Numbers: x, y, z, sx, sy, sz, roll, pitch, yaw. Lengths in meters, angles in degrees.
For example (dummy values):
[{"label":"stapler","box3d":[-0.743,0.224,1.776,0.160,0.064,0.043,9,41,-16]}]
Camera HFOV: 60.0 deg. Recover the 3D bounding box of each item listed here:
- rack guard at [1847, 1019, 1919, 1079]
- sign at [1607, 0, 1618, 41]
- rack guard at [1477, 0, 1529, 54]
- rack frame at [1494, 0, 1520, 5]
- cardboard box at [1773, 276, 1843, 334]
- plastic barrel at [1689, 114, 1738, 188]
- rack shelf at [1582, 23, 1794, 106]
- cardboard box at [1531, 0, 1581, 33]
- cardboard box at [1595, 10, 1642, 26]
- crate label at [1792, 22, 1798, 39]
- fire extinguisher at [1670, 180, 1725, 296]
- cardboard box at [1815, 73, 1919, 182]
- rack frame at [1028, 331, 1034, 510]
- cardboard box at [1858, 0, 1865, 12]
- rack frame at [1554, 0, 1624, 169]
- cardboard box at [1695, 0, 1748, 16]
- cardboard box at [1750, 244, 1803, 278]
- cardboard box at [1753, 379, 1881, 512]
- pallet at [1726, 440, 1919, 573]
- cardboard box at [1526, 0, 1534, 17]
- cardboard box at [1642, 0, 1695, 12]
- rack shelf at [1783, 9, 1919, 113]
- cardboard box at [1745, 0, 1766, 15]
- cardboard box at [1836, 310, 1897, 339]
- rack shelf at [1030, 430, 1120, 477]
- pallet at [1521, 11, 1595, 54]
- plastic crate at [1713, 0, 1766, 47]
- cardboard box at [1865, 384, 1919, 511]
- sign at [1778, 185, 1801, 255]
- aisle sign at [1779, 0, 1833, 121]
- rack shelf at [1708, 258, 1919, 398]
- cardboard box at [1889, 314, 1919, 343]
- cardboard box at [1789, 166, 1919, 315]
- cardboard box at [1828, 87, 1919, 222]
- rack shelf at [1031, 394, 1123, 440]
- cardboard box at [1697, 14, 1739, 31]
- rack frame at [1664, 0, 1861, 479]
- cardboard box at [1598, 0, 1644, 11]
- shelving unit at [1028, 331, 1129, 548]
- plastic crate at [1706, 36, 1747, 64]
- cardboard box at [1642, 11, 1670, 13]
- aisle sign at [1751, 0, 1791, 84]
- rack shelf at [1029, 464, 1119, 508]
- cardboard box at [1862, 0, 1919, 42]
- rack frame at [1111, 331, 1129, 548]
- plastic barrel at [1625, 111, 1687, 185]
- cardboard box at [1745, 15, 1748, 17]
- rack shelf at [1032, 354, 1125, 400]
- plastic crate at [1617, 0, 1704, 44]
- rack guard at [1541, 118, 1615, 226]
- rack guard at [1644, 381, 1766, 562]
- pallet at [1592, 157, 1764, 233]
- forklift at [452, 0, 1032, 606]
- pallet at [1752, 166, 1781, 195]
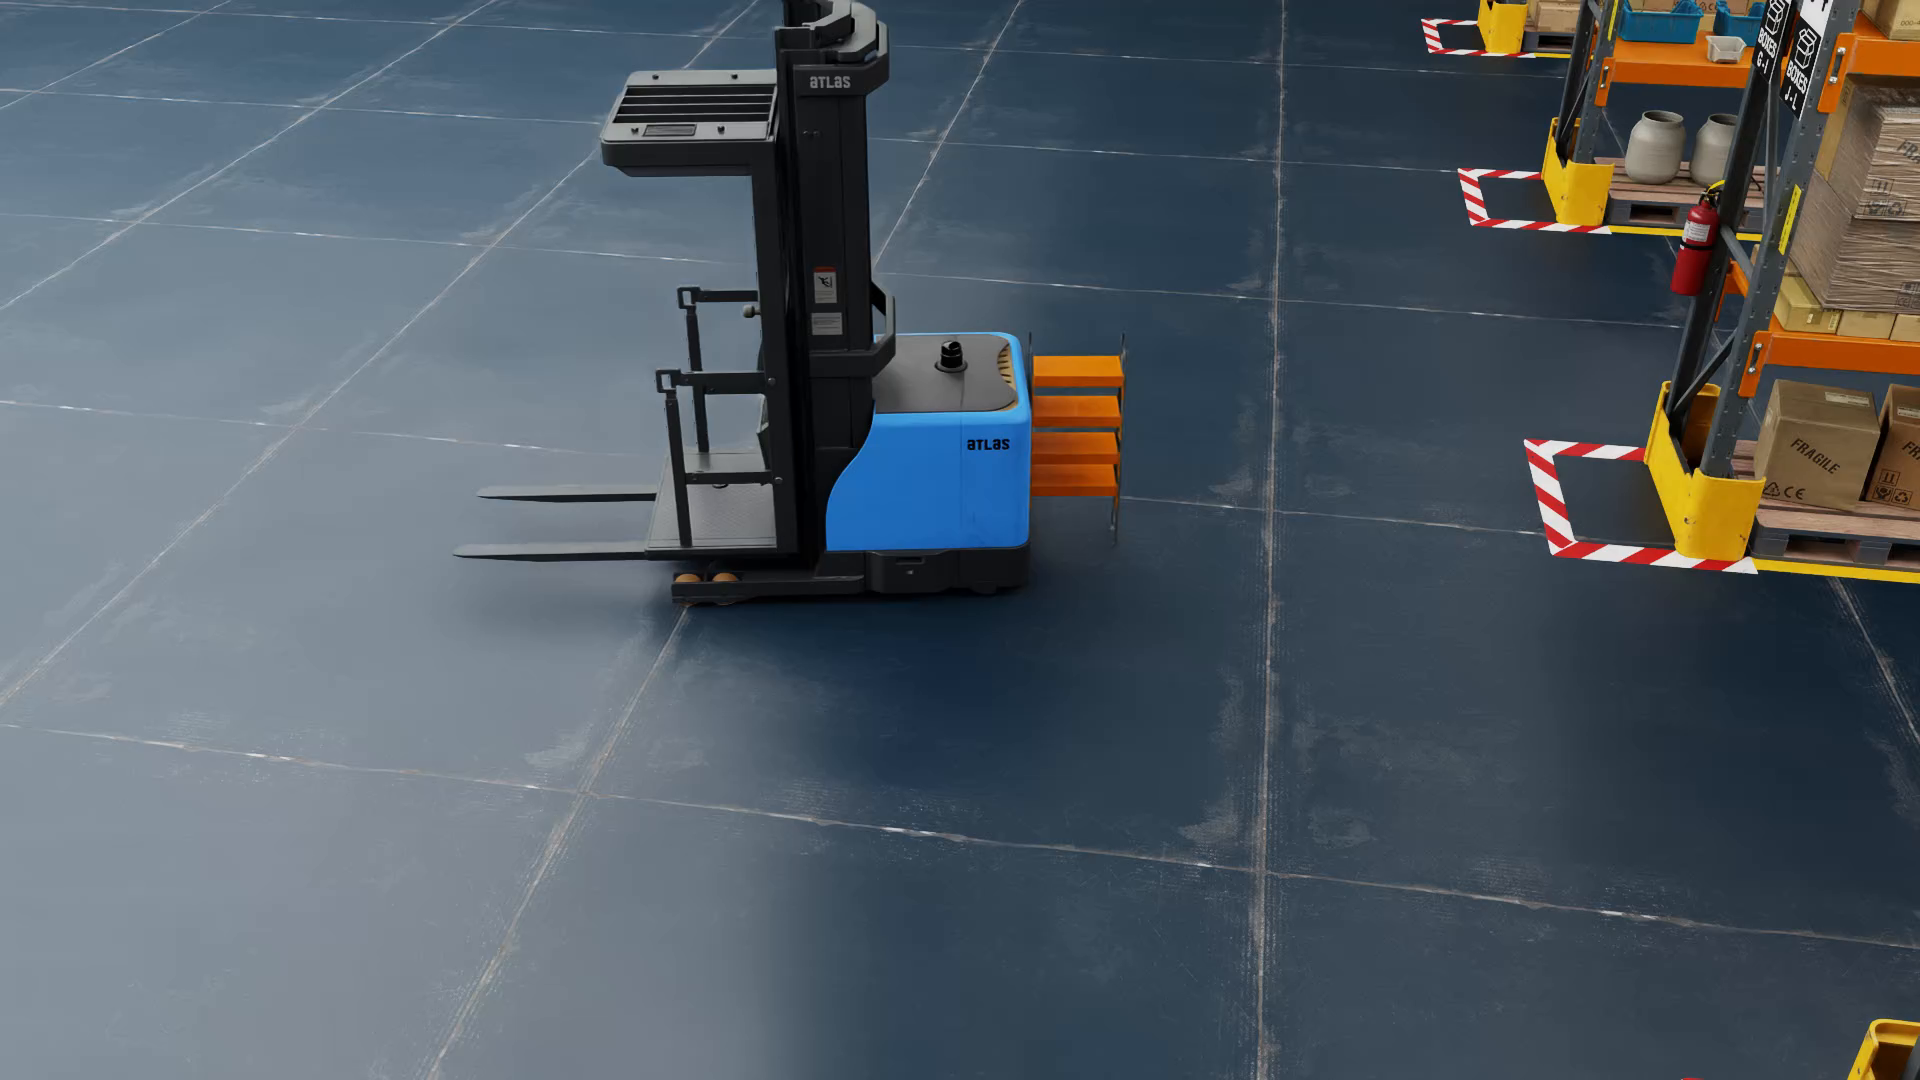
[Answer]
[{"label":"rack guard","box3d":[3.172,2.167,5.317,0.348,0.500,1.175,5,32,8]},{"label":"sign","box3d":[4.866,-3.896,12.386,0.005,0.325,0.100,5,32,8]},{"label":"rack guard","box3d":[5.776,-5.599,17.724,0.348,0.500,1.175,5,32,8]},{"label":"rack frame","box3d":[5.800,-6.656,17.057,0.127,3.000,1.000,5,32,8]},{"label":"cardboard box","box3d":[4.370,-1.219,8.607,0.250,0.149,0.380,5,32,8]},{"label":"plastic barrel","box3d":[6.118,-3.126,13.366,0.421,0.512,0.421,0,32,0]},{"label":"rack shelf","box3d":[6.934,-3.582,12.824,4.000,0.370,1.077,5,32,8]},{"label":"cardboard box","box3d":[6.291,-5.505,17.413,0.500,0.250,0.500,5,32,8]},{"label":"cardboard box","box3d":[6.784,-5.462,17.344,0.500,0.250,0.500,5,32,8]},{"label":"crate label","box3d":[6.822,-4.058,12.873,0.616,0.435,0.502,5,32,8]},{"label":"fire extinguisher","box3d":[4.094,-1.694,9.202,0.183,0.674,0.296,5,32,8]},{"label":"cardboard box","box3d":[4.713,-2.148,8.537,0.500,0.500,0.500,5,32,8]},{"label":"rack frame","box3d":[0.370,-0.526,8.960,0.015,1.200,0.240,0,32,0]},{"label":"cardboard box","box3d":[4.647,-2.773,8.168,0.500,0.250,0.500,6,33,9]},{"label":"rack frame","box3d":[4.963,-4.066,12.919,0.127,3.000,1.000,5,32,8]},{"label":"cardboard box","box3d":[7.769,-5.687,16.998,0.500,0.500,0.500,5,32,8]},{"label":"cardboard box","box3d":[4.445,-1.452,8.979,0.250,0.149,0.380,5,32,8]},{"label":"cardboard box","box3d":[4.742,-0.529,9.229,0.500,0.500,0.500,11,34,17]},{"label":"pallet","box3d":[4.999,-0.196,9.364,1.213,0.211,1.003,5,32,8]},{"label":"cardboard box","box3d":[6.378,-5.775,17.845,0.500,0.250,0.500,5,32,8]},{"label":"cardboard box","box3d":[7.279,-5.741,17.083,0.500,0.500,0.500,5,32,8]},{"label":"rack shelf","box3d":[6.101,-2.264,7.890,4.000,0.370,1.077,5,32,8]},{"label":"cardboard box","box3d":[8.264,-5.650,16.938,0.500,0.500,0.500,5,32,8]},{"label":"cardboard box","box3d":[4.613,-1.187,8.555,0.250,0.149,0.380,5,32,8]},{"label":"rack shelf","box3d":[0.614,-0.469,8.996,0.480,0.148,0.258,0,32,0]},{"label":"pallet","box3d":[6.561,-5.428,17.723,1.213,0.211,1.003,5,32,8]},{"label":"plastic crate","box3d":[6.146,-4.054,13.039,0.408,0.251,0.499,5,32,8]},{"label":"cardboard box","box3d":[5.337,-0.494,9.172,0.500,0.500,0.500,14,35,21]},{"label":"sign","box3d":[4.038,-1.559,8.097,0.005,0.325,0.100,5,32,8]},{"label":"aisle sign","box3d":[4.018,-2.426,7.849,0.004,0.787,0.394,5,32,8]},{"label":"rack shelf","box3d":[6.101,-0.992,8.686,4.000,0.370,1.077,5,32,8]},{"label":"cardboard box","box3d":[4.857,-1.156,8.507,0.250,0.149,0.380,5,32,8]},{"label":"cardboard box","box3d":[4.667,-1.581,8.573,0.500,0.500,0.875,5,32,8]},{"label":"cardboard box","box3d":[4.626,-1.876,8.103,0.500,0.500,0.500,5,32,8]},{"label":"rack shelf","box3d":[0.614,-0.659,8.877,0.480,0.148,0.258,0,32,0]},{"label":"cardboard box","box3d":[7.769,-5.370,17.197,0.500,0.250,0.500,5,32,8]},{"label":"rack frame","box3d":[4.129,-1.476,8.780,0.127,3.000,1.000,5,32,8]},{"label":"cardboard box","box3d":[6.784,-5.779,17.144,0.500,0.500,0.500,5,32,8]},{"label":"shelving unit","box3d":[0.614,-0.526,8.960,0.503,1.200,0.258,0,32,0]},{"label":"plastic crate","box3d":[5.791,-3.706,12.592,0.250,0.136,0.298,5,32,8]},{"label":"cardboard box","box3d":[7.277,-5.417,17.273,0.500,0.250,0.500,5,32,8]},{"label":"aisle sign","box3d":[4.119,-2.740,8.350,0.004,0.787,0.394,5,32,8]},{"label":"rack shelf","box3d":[0.614,-0.301,9.101,0.480,0.148,0.258,0,32,0]},{"label":"cardboard box","box3d":[4.561,-2.505,7.739,0.500,0.250,0.500,6,33,10]},{"label":"rack frame","box3d":[0.858,-0.527,8.961,0.015,1.200,0.240,0,32,0]},{"label":"plastic barrel","box3d":[5.624,-3.171,13.437,0.421,0.512,0.421,0,32,0]},{"label":"cardboard box","box3d":[8.262,-5.325,17.127,0.500,0.250,0.500,5,32,8]},{"label":"rack shelf","box3d":[0.614,-0.860,8.752,0.480,0.148,0.258,0,32,0]},{"label":"plastic crate","box3d":[5.506,-4.115,13.137,0.616,0.251,0.499,5,32,8]},{"label":"rack guard","box3d":[5.045,-3.024,13.610,0.348,0.500,1.175,5,32,8]},{"label":"rack guard","box3d":[4.204,-0.409,9.433,0.348,0.500,1.175,5,32,8]},{"label":"pallet","box3d":[5.845,-2.826,13.567,1.213,0.211,1.003,5,32,8]},{"label":"forklift","box3d":[-1.160,-1.184,8.380,3.031,2.935,1.130,-1,32,-2]},{"label":"pallet","box3d":[7.044,-2.716,13.391,1.213,0.211,1.003,5,32,8]}]
